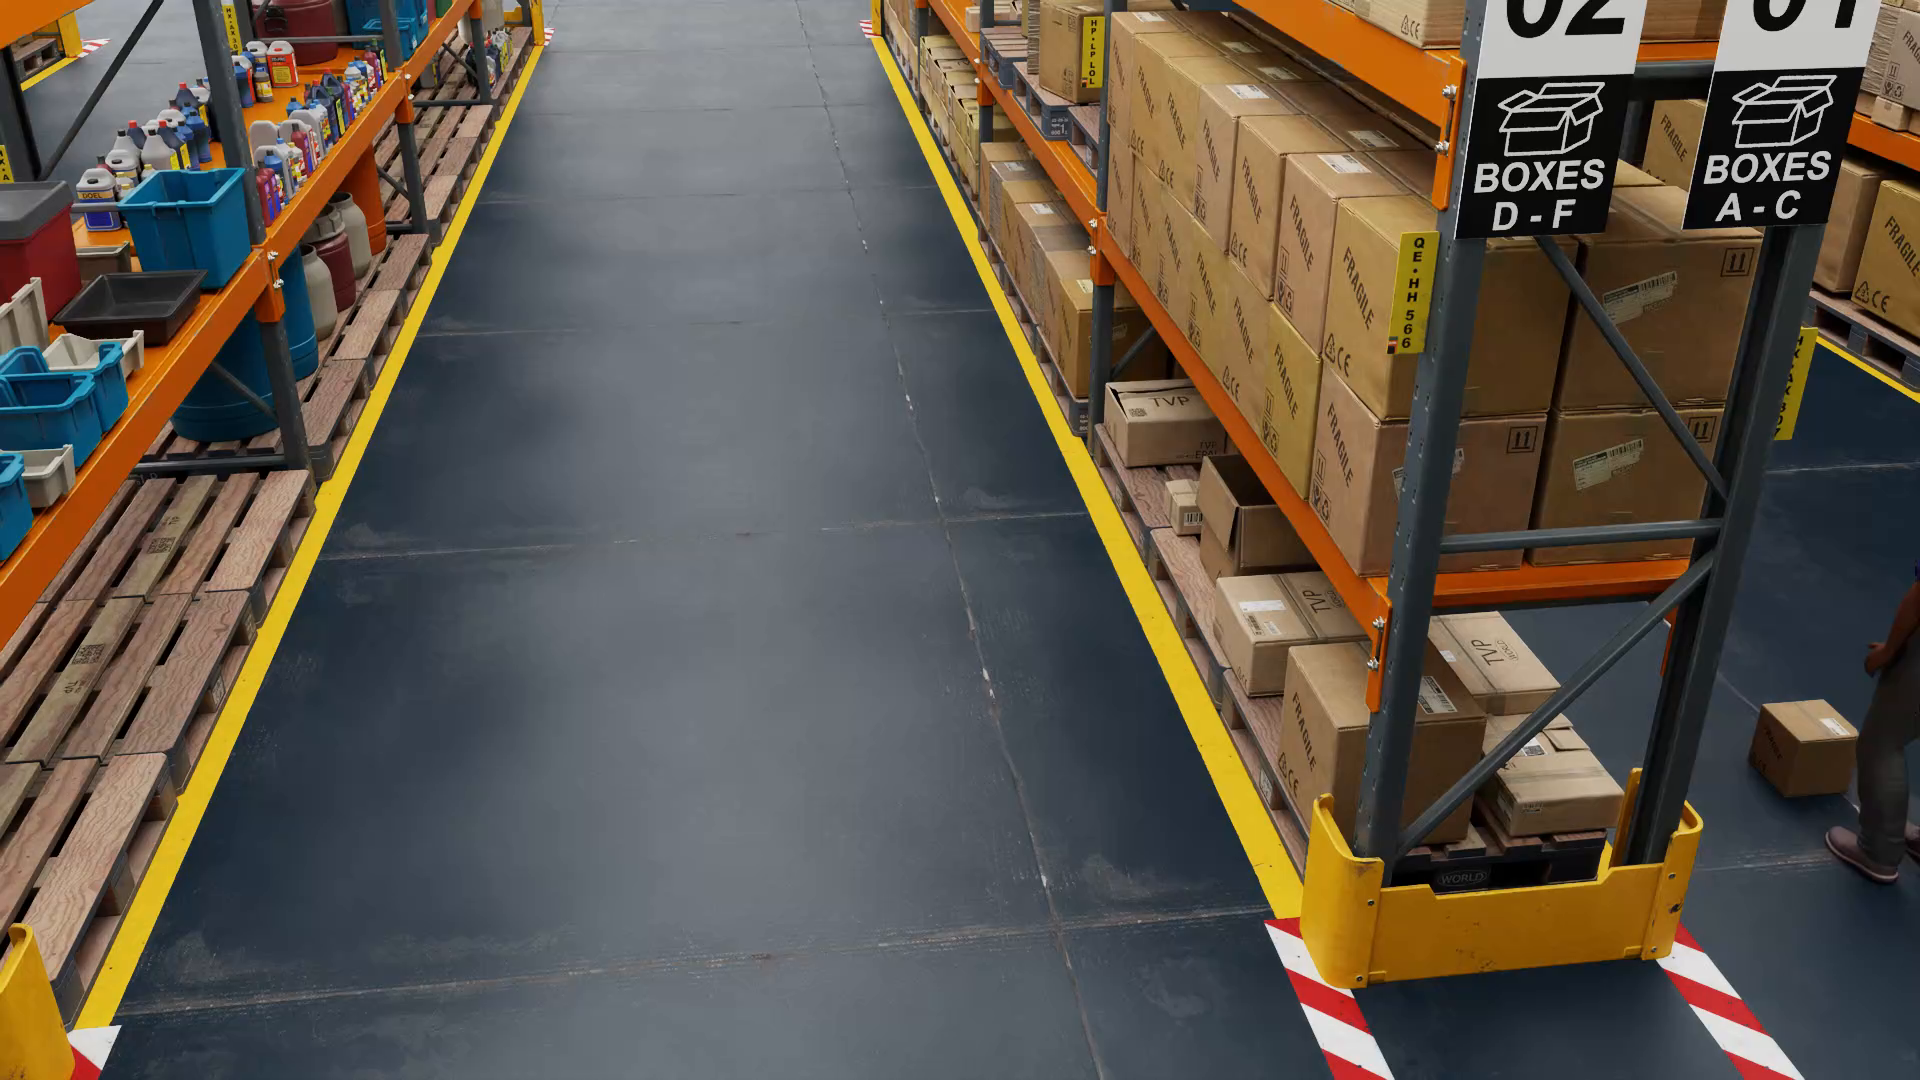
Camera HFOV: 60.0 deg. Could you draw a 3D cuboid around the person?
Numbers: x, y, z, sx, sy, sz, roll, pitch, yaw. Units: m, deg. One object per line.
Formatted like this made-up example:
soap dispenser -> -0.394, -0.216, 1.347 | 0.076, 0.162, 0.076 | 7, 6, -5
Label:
person -> 3.213, 0.385, 5.415 | 0.446, 1.636, 0.330 | -5, 28, -10
